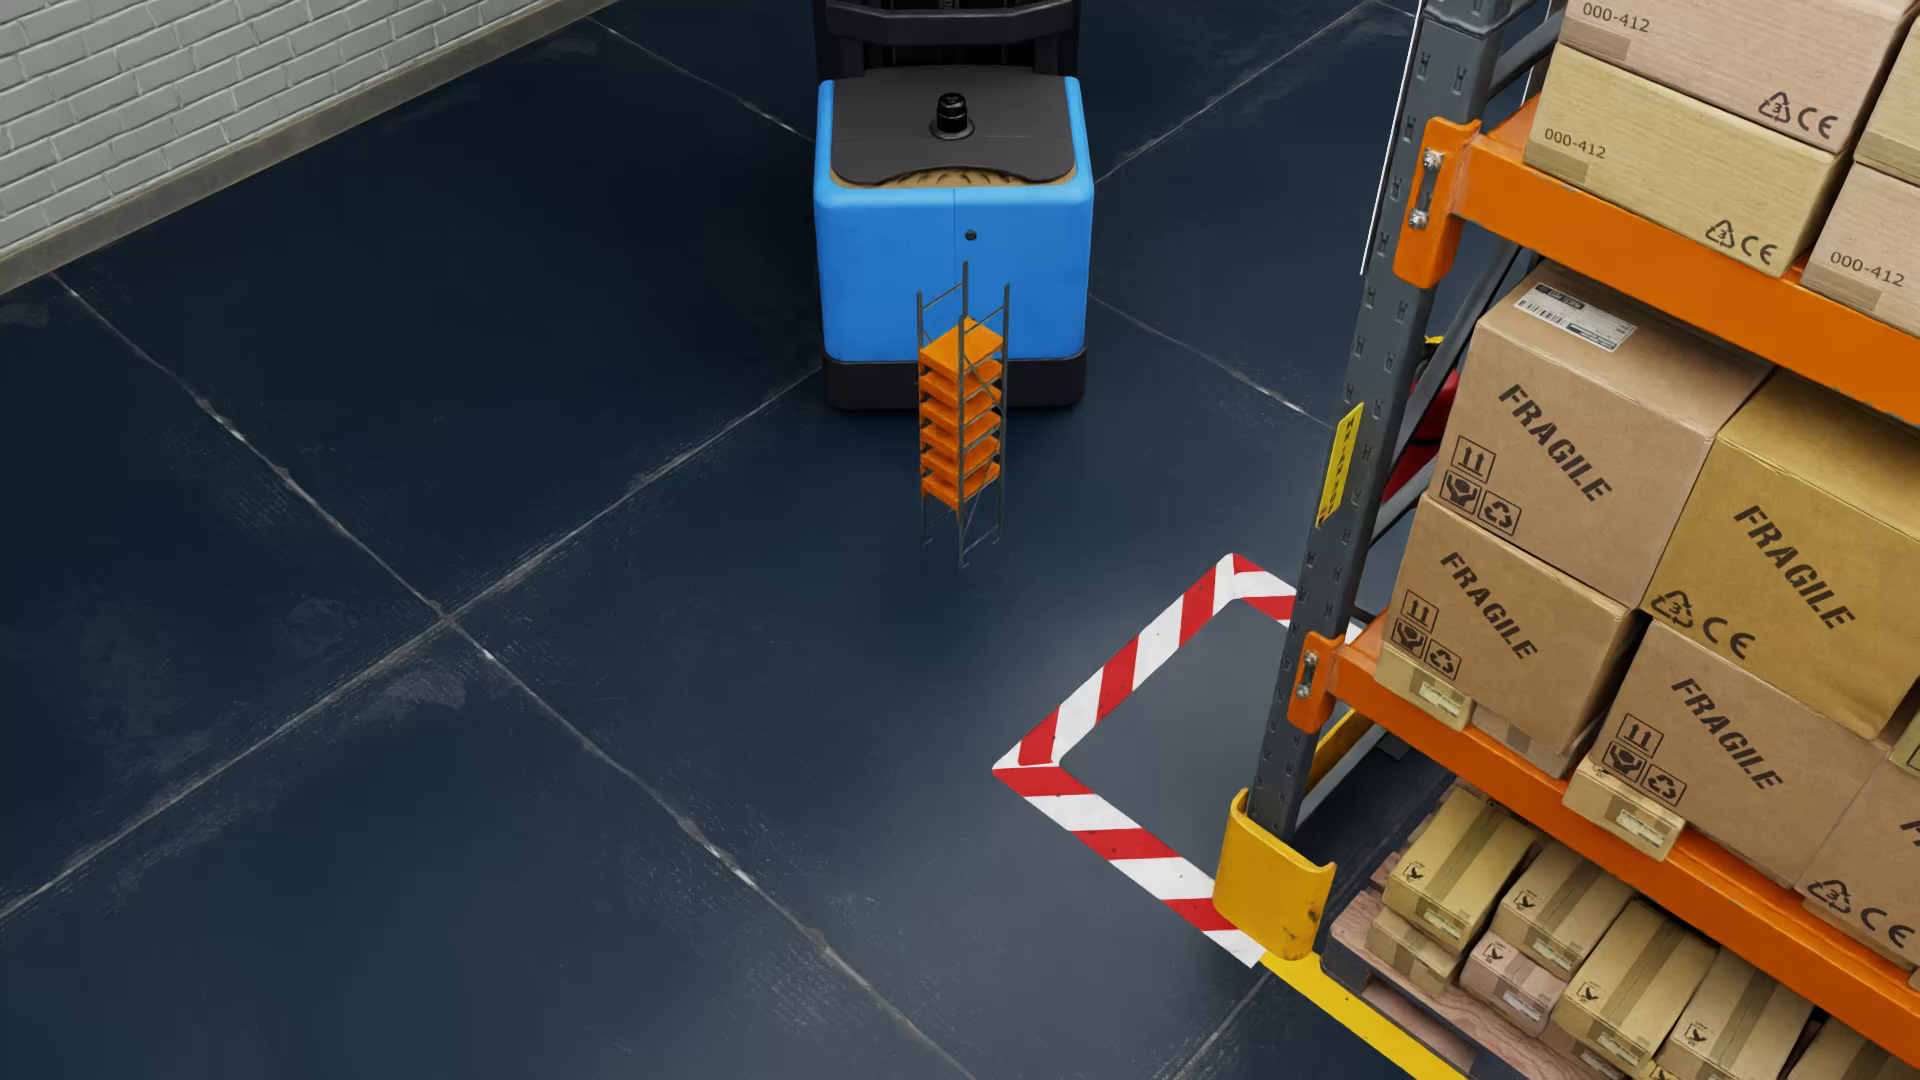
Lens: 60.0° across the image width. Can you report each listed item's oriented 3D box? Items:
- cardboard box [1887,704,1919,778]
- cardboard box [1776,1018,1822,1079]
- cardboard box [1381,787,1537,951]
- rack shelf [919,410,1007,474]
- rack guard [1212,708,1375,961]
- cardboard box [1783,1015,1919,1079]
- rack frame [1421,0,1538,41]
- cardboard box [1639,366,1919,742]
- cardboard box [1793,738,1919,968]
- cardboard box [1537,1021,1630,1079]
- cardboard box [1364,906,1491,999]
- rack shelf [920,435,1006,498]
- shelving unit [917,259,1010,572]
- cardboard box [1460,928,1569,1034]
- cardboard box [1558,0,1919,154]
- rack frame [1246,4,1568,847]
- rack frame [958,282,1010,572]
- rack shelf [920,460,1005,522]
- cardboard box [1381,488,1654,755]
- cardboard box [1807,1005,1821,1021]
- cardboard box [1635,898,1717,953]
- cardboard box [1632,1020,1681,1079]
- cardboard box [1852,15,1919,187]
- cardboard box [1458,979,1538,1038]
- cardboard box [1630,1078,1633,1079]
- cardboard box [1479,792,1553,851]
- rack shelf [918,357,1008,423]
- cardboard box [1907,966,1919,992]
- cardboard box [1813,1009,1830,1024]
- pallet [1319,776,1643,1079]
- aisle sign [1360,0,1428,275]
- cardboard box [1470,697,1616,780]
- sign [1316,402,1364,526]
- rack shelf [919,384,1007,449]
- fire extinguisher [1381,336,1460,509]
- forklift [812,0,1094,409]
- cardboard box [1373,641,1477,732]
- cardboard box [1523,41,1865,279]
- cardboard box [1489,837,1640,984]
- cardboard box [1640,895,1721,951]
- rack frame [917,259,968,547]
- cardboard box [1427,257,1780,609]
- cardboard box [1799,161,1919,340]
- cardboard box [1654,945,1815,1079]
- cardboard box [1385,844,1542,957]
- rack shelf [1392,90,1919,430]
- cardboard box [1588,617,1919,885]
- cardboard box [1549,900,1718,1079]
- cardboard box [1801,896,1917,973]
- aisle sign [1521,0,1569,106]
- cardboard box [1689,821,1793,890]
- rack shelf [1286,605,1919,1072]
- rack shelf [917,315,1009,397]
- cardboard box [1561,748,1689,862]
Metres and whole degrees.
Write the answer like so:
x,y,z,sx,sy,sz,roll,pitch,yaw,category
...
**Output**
x,y,z,sx,sy,sz,roll,pitch,yaw,category
2.119,0.237,3.011,0.500,0.500,0.500,33,55,27,cardboard box
2.215,1.468,4.278,0.250,0.149,0.380,31,54,26,cardboard box
1.381,0.906,4.601,0.250,0.149,0.380,32,54,26,cardboard box
0.011,-0.373,5.838,0.180,0.103,0.258,34,55,28,rack shelf
1.283,0.729,5.222,0.348,0.500,1.175,34,55,28,rack guard
2.200,1.391,4.146,0.250,0.149,0.380,36,56,29,cardboard box
1.227,-2.217,2.159,0.127,3.000,1.000,34,55,28,rack frame
1.752,-0.032,3.264,0.500,0.500,0.500,36,56,29,cardboard box
2.131,0.570,3.385,0.500,0.500,0.500,35,56,28,cardboard box
1.830,1.303,4.636,0.250,0.149,0.380,35,56,28,cardboard box
1.395,1.099,4.828,0.250,0.149,0.380,35,56,28,cardboard box
0.011,-0.291,5.926,0.180,0.103,0.258,34,55,28,rack shelf
0.011,-0.404,5.806,0.189,1.200,0.258,34,55,28,shelving unit
1.601,1.129,4.596,0.250,0.149,0.380,34,55,28,cardboard box
1.380,-0.949,2.786,0.500,0.250,0.500,35,56,28,cardboard box
1.227,-0.164,4.346,0.127,3.000,1.000,34,55,28,rack frame
0.078,-0.358,5.763,0.006,1.200,0.240,34,55,28,rack frame
0.011,-0.209,6.013,0.180,0.103,0.258,34,55,28,rack shelf
1.369,0.070,3.854,0.500,0.500,0.500,-36,56,-29,cardboard box
2.319,1.119,4.606,0.250,0.149,0.380,33,55,27,cardboard box
1.840,1.202,4.527,0.250,0.149,0.380,35,56,28,cardboard box
1.955,1.387,4.353,0.250,0.149,0.380,36,56,29,cardboard box
1.757,-0.697,2.549,0.500,0.250,0.500,33,55,27,cardboard box
1.643,1.184,4.748,0.250,0.149,0.380,34,55,28,cardboard box
1.943,1.489,4.462,0.250,0.149,0.380,35,56,28,cardboard box
1.755,0.817,5.093,0.250,0.149,0.380,35,56,28,cardboard box
0.011,-0.537,5.663,0.180,0.103,0.258,34,55,28,rack shelf
2.247,0.862,3.555,0.250,0.149,0.380,33,55,27,cardboard box
2.569,1.274,4.664,0.250,0.149,0.380,32,54,26,cardboard box
1.856,1.249,4.933,1.213,0.211,1.003,34,55,28,pallet
0.970,-0.929,3.282,0.004,0.787,0.394,34,55,28,aisle sign
1.458,0.362,4.025,0.250,0.149,0.380,36,56,29,cardboard box
0.859,-0.169,3.758,0.005,0.325,0.100,34,55,28,sign
0.011,-0.455,5.751,0.180,0.103,0.258,34,55,28,rack shelf
1.355,-0.382,4.859,0.183,0.674,0.296,34,55,28,fire extinguisher
-0.061,-2.587,6.669,1.130,2.935,3.031,-1,47,-1,forklift
1.242,0.258,4.123,0.250,0.149,0.380,34,55,27,cardboard box
1.383,-0.780,2.970,0.500,0.250,0.500,36,56,29,cardboard box
1.666,0.978,4.534,0.250,0.149,0.380,35,56,28,cardboard box
2.148,1.066,4.859,0.250,0.149,0.380,34,55,28,cardboard box
-0.057,-0.449,5.848,0.006,1.200,0.240,34,55,28,rack frame
1.377,-0.278,3.495,0.500,0.500,0.500,34,55,27,cardboard box
1.767,-0.518,2.724,0.500,0.250,0.500,36,56,29,cardboard box
2.002,1.249,4.279,0.250,0.149,0.380,31,54,26,cardboard box
1.438,0.963,4.752,0.380,0.149,0.250,-36,56,-29,cardboard box
2.696,0.045,2.587,4.000,0.370,1.077,34,55,28,rack shelf
1.780,0.321,3.618,0.500,0.500,0.500,34,55,28,cardboard box
1.764,1.171,4.353,0.250,0.149,0.380,34,55,28,cardboard box
2.085,0.725,3.684,0.250,0.149,0.380,33,55,27,cardboard box
1.377,-1.251,3.583,0.004,0.787,0.394,34,55,28,aisle sign
1.902,0.578,3.822,0.380,0.149,0.250,-36,56,-29,cardboard box
2.696,1.071,3.680,4.000,0.370,1.077,34,55,28,rack shelf
0.011,-0.620,5.576,0.180,0.103,0.258,34,55,28,rack shelf
1.619,0.523,3.873,0.250,0.149,0.380,32,55,27,cardboard box
